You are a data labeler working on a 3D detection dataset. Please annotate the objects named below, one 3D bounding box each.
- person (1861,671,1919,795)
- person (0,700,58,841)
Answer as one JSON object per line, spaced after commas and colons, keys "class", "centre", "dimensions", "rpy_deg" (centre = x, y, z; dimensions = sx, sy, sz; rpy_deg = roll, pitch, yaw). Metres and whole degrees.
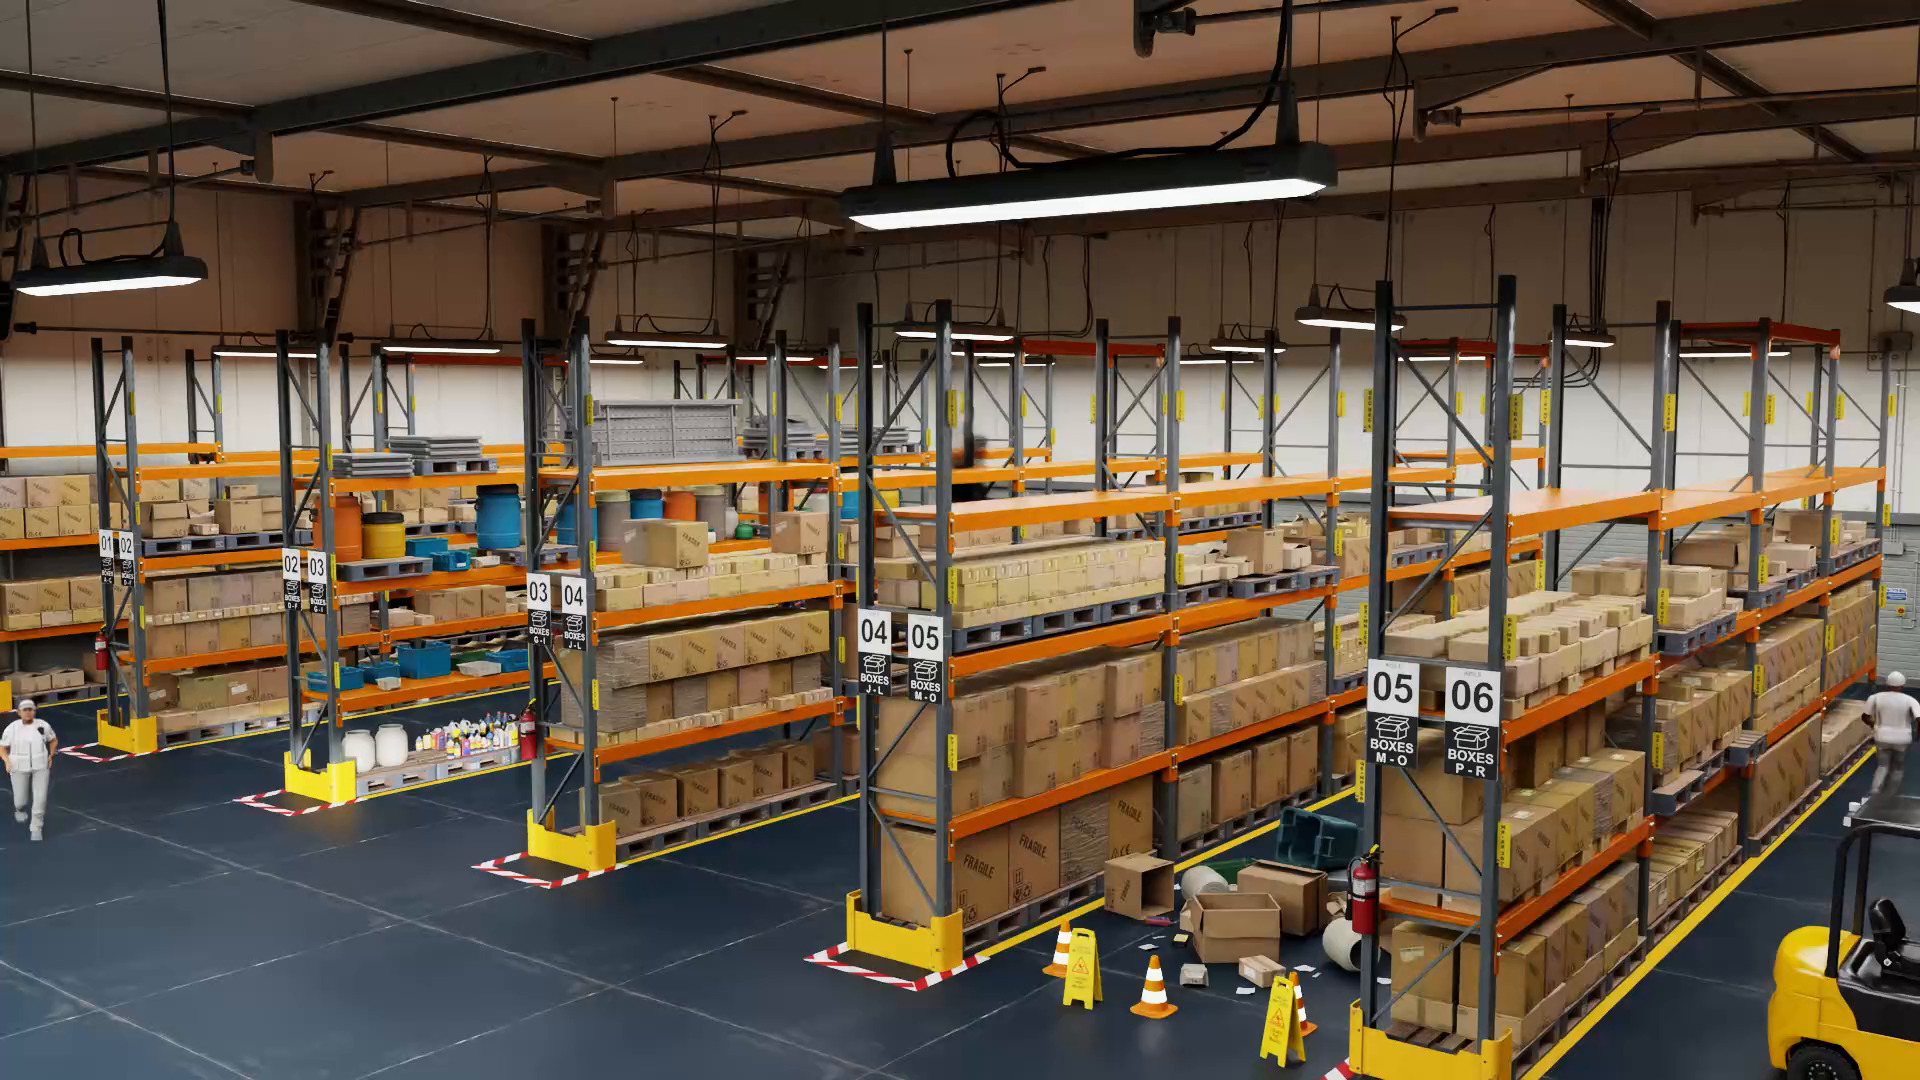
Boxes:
{"class": "person", "centre": [11.592, 2.501, 20.662], "dimensions": [0.708, 1.746, 0.714], "rpy_deg": [4, 6, 39]}
{"class": "person", "centre": [-10.868, 2.670, 19.446], "dimensions": [0.617, 1.625, 0.589], "rpy_deg": [-3, 6, -35]}
